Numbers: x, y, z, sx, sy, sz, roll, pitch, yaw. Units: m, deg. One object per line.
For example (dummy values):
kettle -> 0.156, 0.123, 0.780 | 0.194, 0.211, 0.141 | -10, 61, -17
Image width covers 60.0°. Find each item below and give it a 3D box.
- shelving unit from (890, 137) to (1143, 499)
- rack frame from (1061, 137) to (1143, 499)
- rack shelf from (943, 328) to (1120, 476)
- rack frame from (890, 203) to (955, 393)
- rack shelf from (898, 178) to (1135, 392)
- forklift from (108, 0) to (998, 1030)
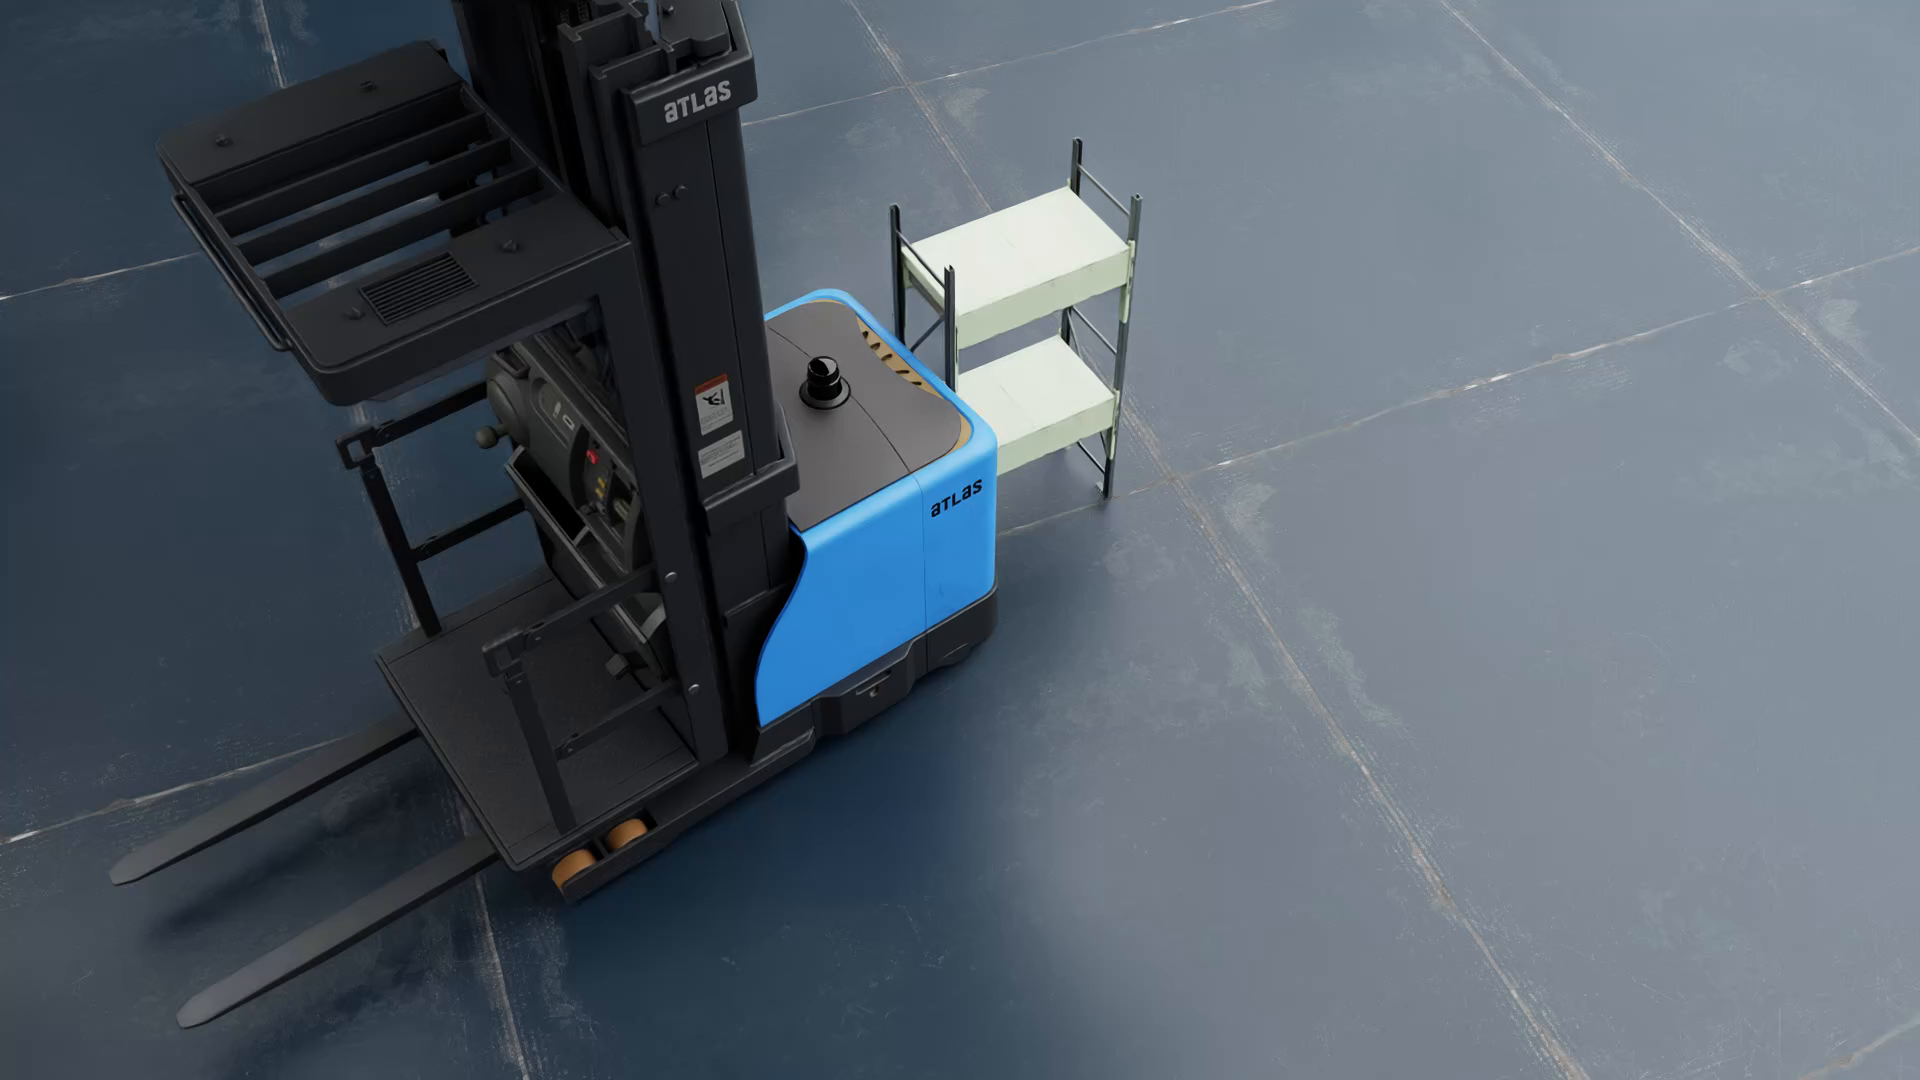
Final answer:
shelving unit -> 0.189, -0.650, 6.160 | 0.755, 1.500, 0.431 | -24, 53, -19
rack frame -> 0.505, -0.790, 6.281 | 0.023, 1.500, 0.400 | -24, 53, -19
rack shelf -> 0.189, -0.438, 6.408 | 0.720, 0.370, 0.431 | -24, 53, -19
rack frame -> -0.126, -0.509, 6.040 | 0.023, 1.500, 0.400 | -24, 53, -19
rack shelf -> 0.189, -0.904, 5.864 | 0.720, 0.370, 0.431 | -24, 53, -19
forklift -> -1.344, -0.221, 4.849 | 3.031, 2.935, 1.130 | -30, 56, -23
